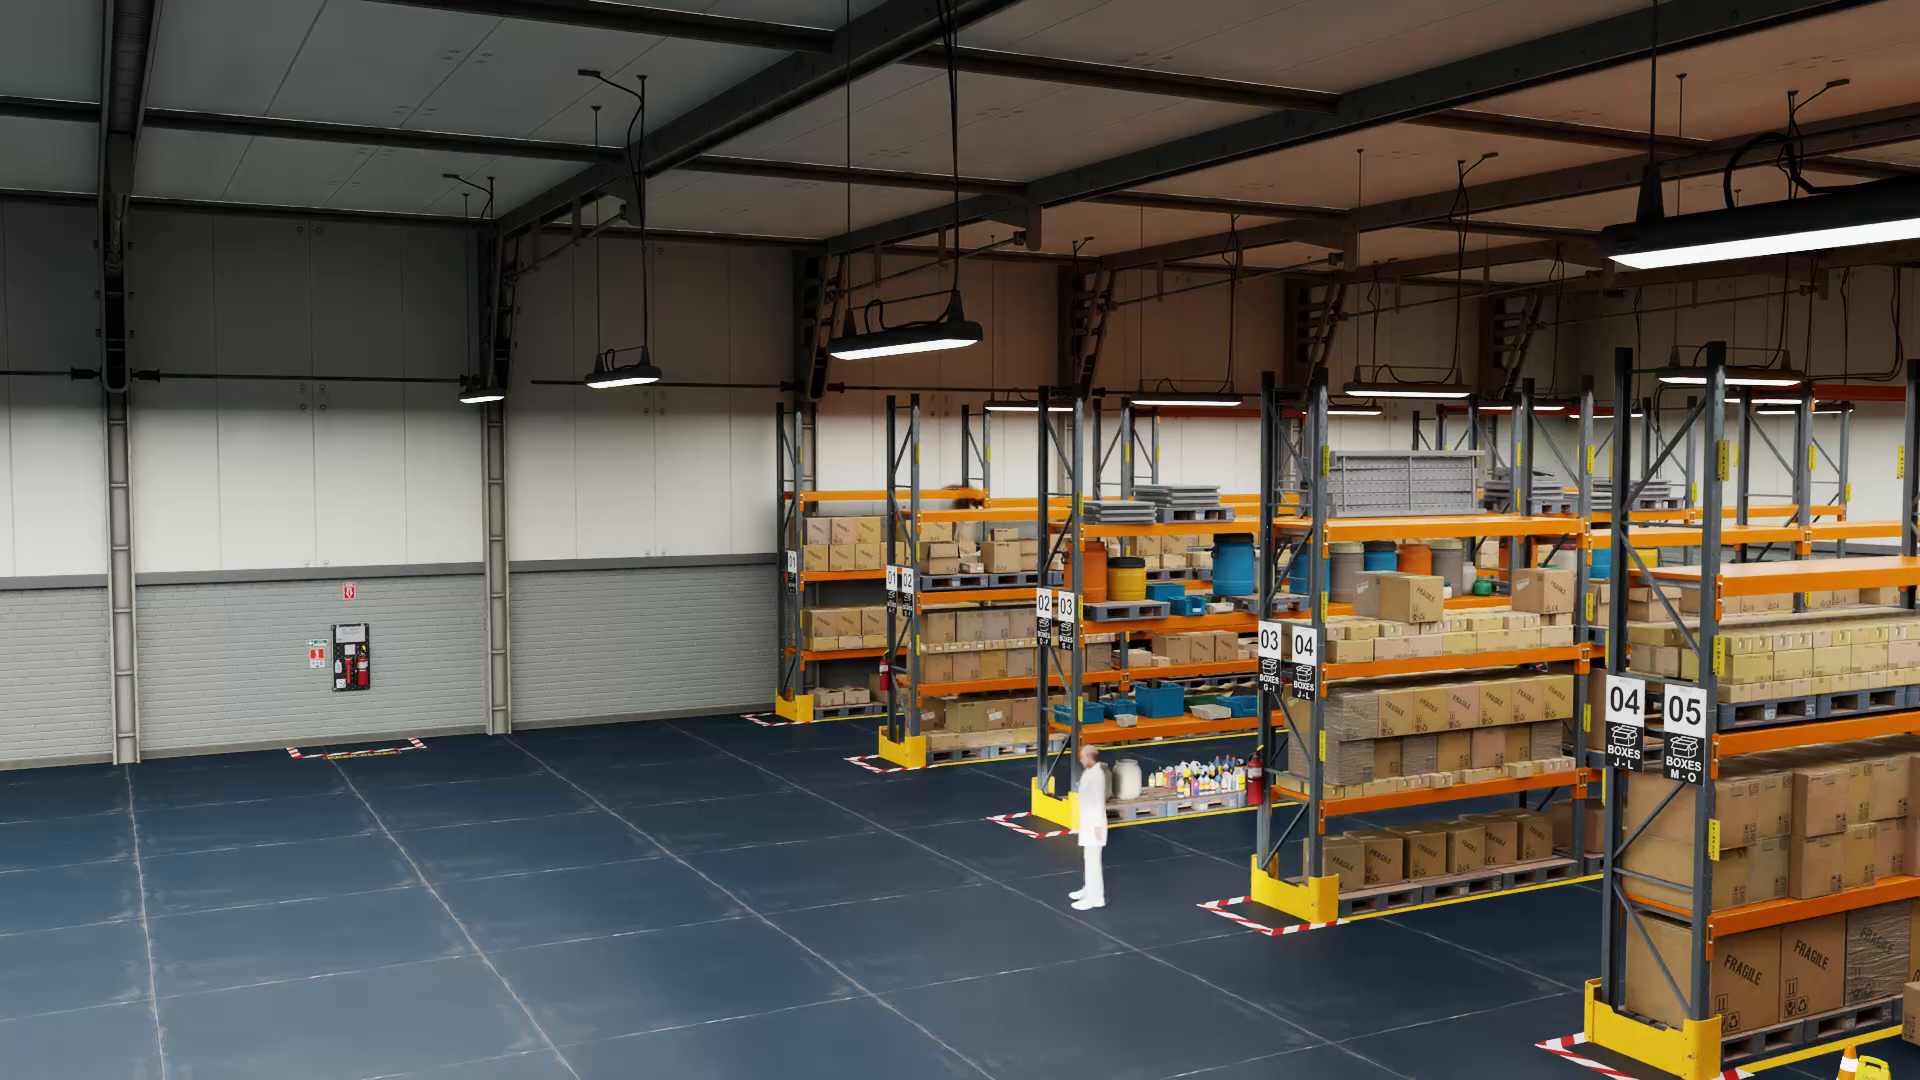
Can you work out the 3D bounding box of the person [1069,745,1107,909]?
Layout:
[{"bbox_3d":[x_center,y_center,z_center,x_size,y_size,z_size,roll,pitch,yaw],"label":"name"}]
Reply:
[{"bbox_3d":[1.445,3.206,18.763,0.410,1.785,0.635,0,3,2],"label":"person"}]
